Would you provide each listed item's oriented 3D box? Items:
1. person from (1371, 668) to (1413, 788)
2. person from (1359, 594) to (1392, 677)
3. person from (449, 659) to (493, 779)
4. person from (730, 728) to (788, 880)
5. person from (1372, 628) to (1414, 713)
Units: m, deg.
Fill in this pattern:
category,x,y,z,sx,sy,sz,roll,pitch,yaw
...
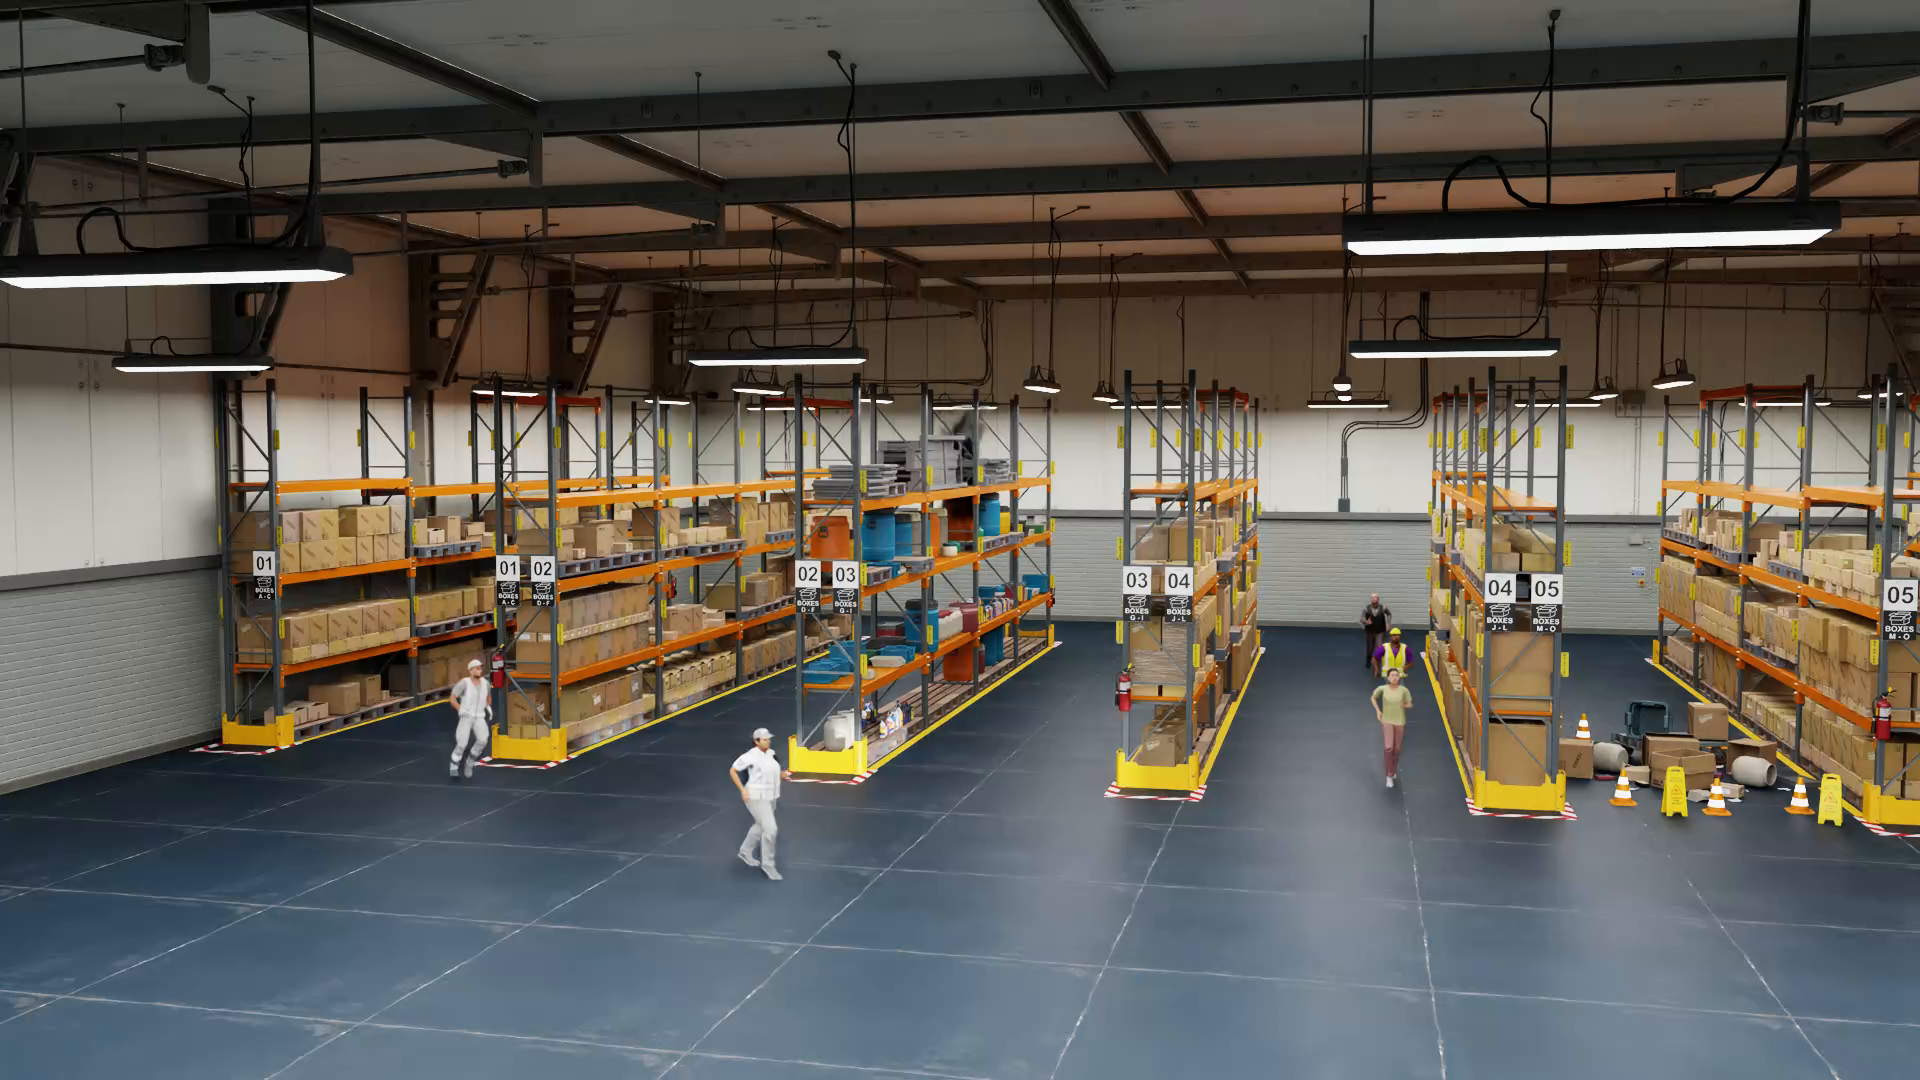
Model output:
category,x,y,z,sx,sy,sz,roll,pitch,yaw
person,6.296,2.713,24.195,0.560,1.723,0.690,0,3,3
person,8.886,2.009,35.579,0.668,1.735,0.967,1,4,16
person,-7.215,2.646,24.683,0.719,1.742,0.627,-3,4,-39
person,-2.292,3.024,19.169,0.748,1.729,0.579,2,4,28
person,7.576,2.396,28.999,0.691,1.723,0.586,0,3,5
